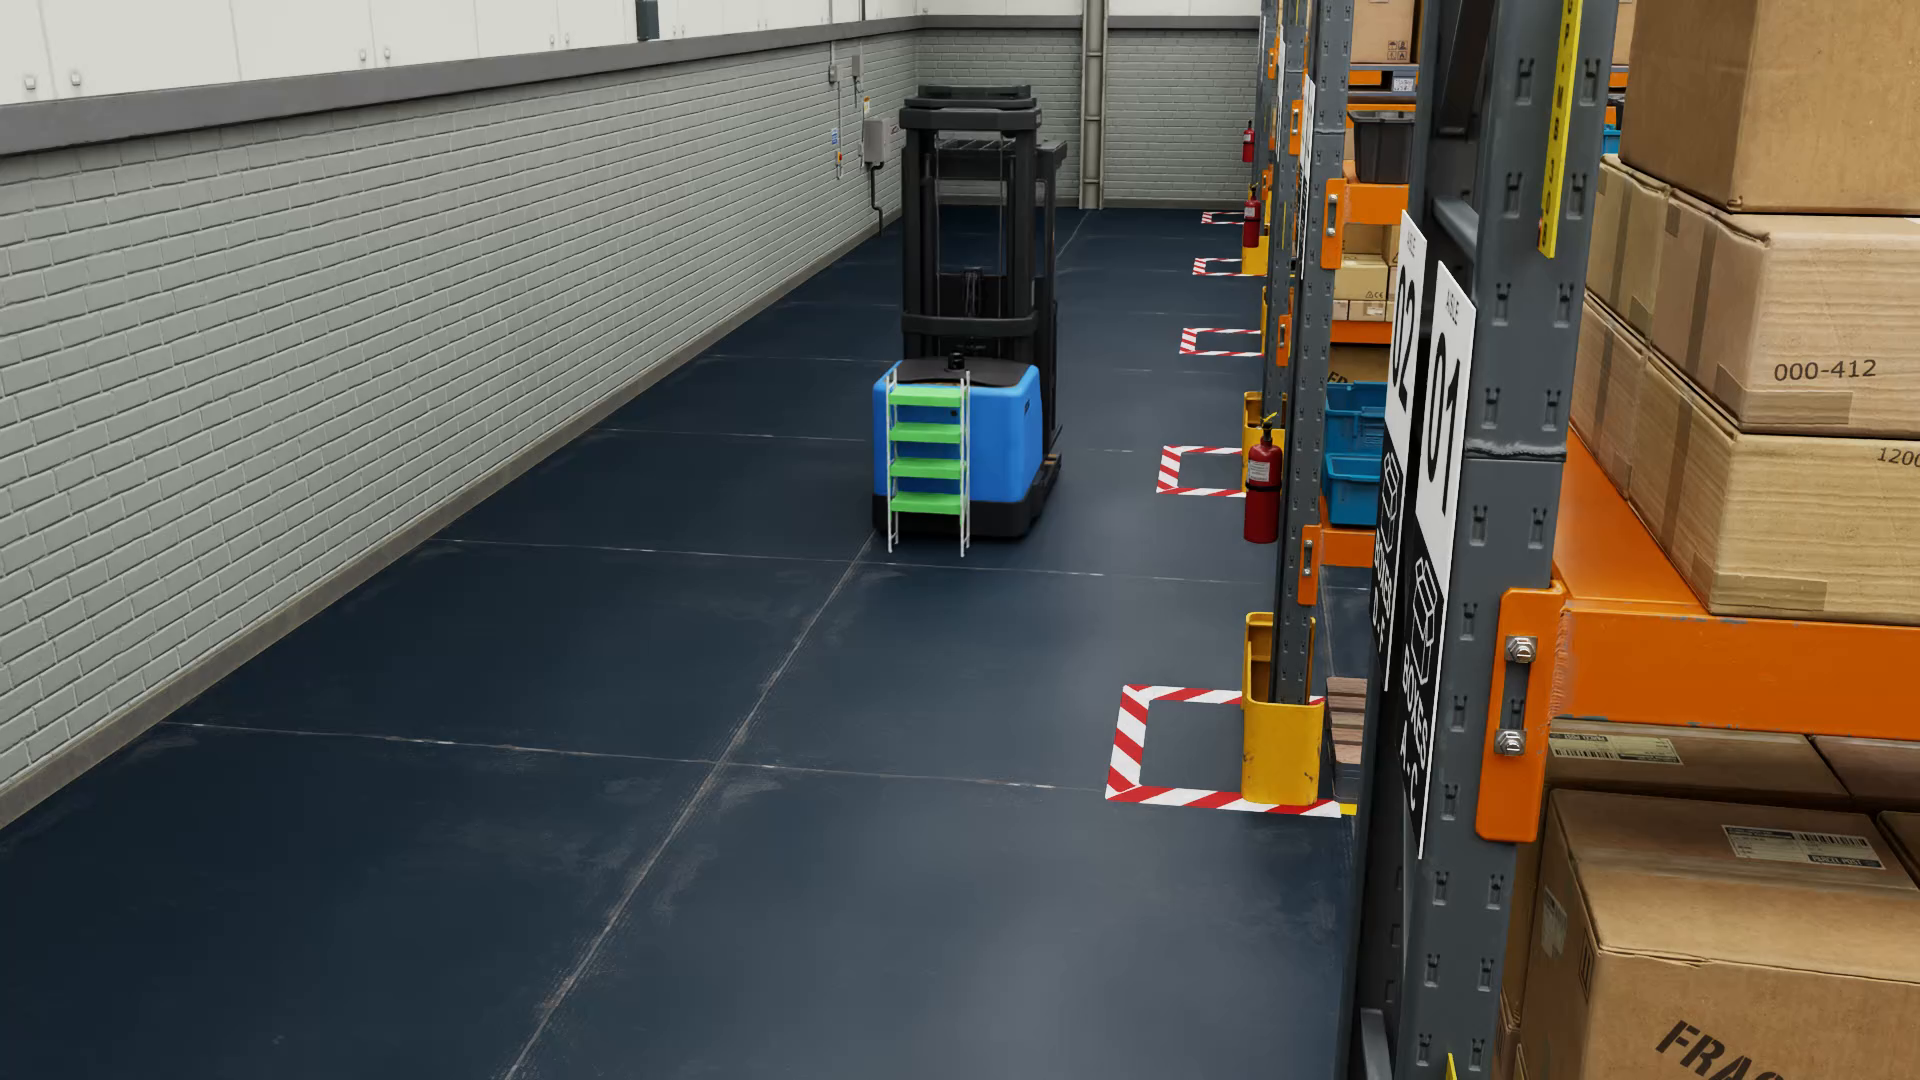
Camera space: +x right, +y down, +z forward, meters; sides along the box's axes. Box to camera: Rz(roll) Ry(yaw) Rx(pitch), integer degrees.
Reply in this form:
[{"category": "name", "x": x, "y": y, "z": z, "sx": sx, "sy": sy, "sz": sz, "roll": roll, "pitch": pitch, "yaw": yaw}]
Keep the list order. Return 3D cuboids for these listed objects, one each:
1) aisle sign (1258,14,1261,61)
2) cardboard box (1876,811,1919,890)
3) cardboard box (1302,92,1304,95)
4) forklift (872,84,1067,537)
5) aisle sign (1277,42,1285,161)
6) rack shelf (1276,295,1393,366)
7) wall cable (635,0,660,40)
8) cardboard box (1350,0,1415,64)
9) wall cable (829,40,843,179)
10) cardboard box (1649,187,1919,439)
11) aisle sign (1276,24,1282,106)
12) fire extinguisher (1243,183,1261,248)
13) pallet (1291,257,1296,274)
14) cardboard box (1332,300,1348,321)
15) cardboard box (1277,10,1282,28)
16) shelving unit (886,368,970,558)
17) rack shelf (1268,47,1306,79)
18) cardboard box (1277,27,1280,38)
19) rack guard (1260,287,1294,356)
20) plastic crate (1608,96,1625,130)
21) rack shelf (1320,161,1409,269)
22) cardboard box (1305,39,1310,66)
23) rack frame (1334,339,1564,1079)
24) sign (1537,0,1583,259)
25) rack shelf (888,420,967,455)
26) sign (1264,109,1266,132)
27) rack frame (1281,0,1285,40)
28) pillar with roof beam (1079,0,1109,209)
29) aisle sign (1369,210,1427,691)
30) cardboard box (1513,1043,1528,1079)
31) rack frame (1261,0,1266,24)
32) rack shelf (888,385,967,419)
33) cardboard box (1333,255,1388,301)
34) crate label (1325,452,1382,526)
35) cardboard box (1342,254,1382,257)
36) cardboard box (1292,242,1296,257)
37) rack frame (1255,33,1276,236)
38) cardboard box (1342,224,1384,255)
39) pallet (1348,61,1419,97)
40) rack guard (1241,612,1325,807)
[{"category": "aisle sign", "x": 4.616, "y": -7.745, "z": 25.625, "sx": 0.004, "sy": 0.787, "sz": 0.394, "roll": 3, "pitch": 19, "yaw": 9}, {"category": "cardboard box", "x": 1.713, "y": 0.770, "z": 2.541, "sx": 0.500, "sy": 0.500, "sz": 0.500, "roll": 3, "pitch": 19, "yaw": 9}, {"category": "cardboard box", "x": 4.375, "y": -5.453, "z": 21.141, "sx": 0.500, "sy": 0.500, "sz": 0.500, "roll": 3, "pitch": 19, "yaw": 7}, {"category": "forklift", "x": 0.174, "y": -1.838, "z": 12.178, "sx": 1.130, "sy": 2.935, "sz": 3.031, "roll": 3, "pitch": 19, "yaw": 10}, {"category": "aisle sign", "x": 2.256, "y": -3.083, "z": 11.693, "sx": 0.004, "sy": 0.787, "sz": 0.394, "roll": 3, "pitch": 19, "yaw": 9}, {"category": "rack shelf", "x": 4.349, "y": -1.499, "z": 12.189, "sx": 4.000, "sy": 0.370, "sz": 1.077, "roll": 3, "pitch": 19, "yaw": 9}, {"category": "wall cable", "x": -2.662, "y": -7.676, "z": 14.991, "sx": 0.120, "sy": 5.999, "sz": 2.277, "roll": 3, "pitch": 19, "yaw": 9}, {"category": "cardboard box", "x": 2.896, "y": -3.648, "z": 11.773, "sx": 0.500, "sy": 0.500, "sz": 0.700, "roll": 2, "pitch": 19, "yaw": 5}, {"category": "wall cable", "x": -1.625, "y": -5.818, "z": 22.315, "sx": 0.123, "sy": 1.953, "sz": 0.585, "roll": 3, "pitch": 19, "yaw": 9}, {"category": "cardboard box", "x": 1.265, "y": -0.318, "z": 2.248, "sx": 0.500, "sy": 0.250, "sz": 0.500, "roll": 3, "pitch": 19, "yaw": 9}, {"category": "aisle sign", "x": 3.236, "y": -4.820, "z": 16.884, "sx": 0.004, "sy": 0.787, "sz": 0.394, "roll": 3, "pitch": 19, "yaw": 9}, {"category": "fire extinguisher", "x": 3.085, "y": -3.433, "z": 17.546, "sx": 0.183, "sy": 0.674, "sz": 0.296, "roll": 3, "pitch": 19, "yaw": 9}, {"category": "pallet", "x": 4.748, "y": -3.707, "z": 22.050, "sx": 1.213, "sy": 0.211, "sz": 1.003, "roll": 3, "pitch": 19, "yaw": 9}, {"category": "cardboard box", "x": 2.673, "y": -1.700, "z": 12.053, "sx": 0.250, "sy": 0.149, "sz": 0.380, "roll": 3, "pitch": 19, "yaw": 9}, {"category": "cardboard box", "x": 5.125, "y": -7.985, "z": 25.481, "sx": 0.500, "sy": 0.250, "sz": 0.500, "roll": 3, "pitch": 19, "yaw": 8}, {"category": "shelving unit", "x": -0.206, "y": -0.503, "z": 10.915, "sx": 0.503, "sy": 1.200, "sz": 0.258, "roll": 3, "pitch": 19, "yaw": 10}, {"category": "rack shelf", "x": 5.921, "y": -6.026, "z": 20.992, "sx": 4.000, "sy": 0.370, "sz": 1.077, "roll": 3, "pitch": 19, "yaw": 9}, {"category": "cardboard box", "x": 5.008, "y": -7.815, "z": 25.601, "sx": 0.250, "sy": 0.149, "sz": 0.380, "roll": 3, "pitch": 19, "yaw": 10}, {"category": "rack guard", "x": 3.336, "y": -2.300, "z": 17.390, "sx": 0.348, "sy": 0.500, "sz": 1.175, "roll": 3, "pitch": 19, "yaw": 9}, {"category": "plastic crate", "x": 3.054, "y": -1.619, "z": 6.785, "sx": 0.767, "sy": 0.338, "sz": 0.504, "roll": 3, "pitch": 19, "yaw": 9}, {"category": "rack shelf", "x": 3.563, "y": -1.370, "z": 7.075, "sx": 4.000, "sy": 0.370, "sz": 1.077, "roll": 3, "pitch": 19, "yaw": 9}, {"category": "cardboard box", "x": 3.752, "y": -4.901, "z": 16.732, "sx": 0.500, "sy": 0.250, "sz": 0.500, "roll": 3, "pitch": 19, "yaw": 7}, {"category": "rack frame", "x": 0.799, "y": 1.163, "z": 3.101, "sx": 0.127, "sy": 3.000, "sz": 1.000, "roll": 3, "pitch": 19, "yaw": 9}, {"category": "sign", "x": 0.713, "y": -0.504, "z": 1.978, "sx": 0.005, "sy": 0.325, "sz": 0.100, "roll": 3, "pitch": 19, "yaw": 9}, {"category": "rack shelf", "x": -0.206, "y": -0.670, "z": 10.859, "sx": 0.480, "sy": 0.148, "sz": 0.258, "roll": 3, "pitch": 19, "yaw": 10}, {"category": "sign", "x": 3.852, "y": -5.320, "z": 20.986, "sx": 0.005, "sy": 0.325, "sz": 0.100, "roll": 3, "pitch": 19, "yaw": 9}, {"category": "rack frame", "x": 3.261, "y": -6.334, "z": 16.053, "sx": 0.127, "sy": 3.000, "sz": 1.000, "roll": 3, "pitch": 19, "yaw": 9}, {"category": "pillar with roof beam", "x": 1.528, "y": -8.515, "z": 22.569, "sx": 0.400, "sy": 9.000, "sz": 9.100, "roll": 3, "pitch": 19, "yaw": 9}, {"category": "aisle sign", "x": 0.781, "y": -0.169, "z": 2.985, "sx": 0.004, "sy": 0.787, "sz": 0.394, "roll": 3, "pitch": 19, "yaw": 9}, {"category": "cardboard box", "x": 1.196, "y": 1.220, "z": 2.771, "sx": 0.500, "sy": 0.500, "sz": 0.500, "roll": 3, "pitch": 19, "yaw": 10}, {"category": "rack frame", "x": 4.730, "y": -9.445, "z": 25.351, "sx": 0.127, "sy": 3.000, "sz": 1.000, "roll": 3, "pitch": 19, "yaw": 9}, {"category": "rack shelf", "x": -0.206, "y": -0.897, "z": 10.783, "sx": 0.480, "sy": 0.148, "sz": 0.258, "roll": 3, "pitch": 19, "yaw": 10}, {"category": "cardboard box", "x": 2.805, "y": -1.902, "z": 12.027, "sx": 0.500, "sy": 0.250, "sz": 0.500, "roll": 2, "pitch": 19, "yaw": 7}, {"category": "crate label", "x": 1.780, "y": -0.222, "z": 7.410, "sx": 0.303, "sy": 0.233, "sz": 0.416, "roll": 3, "pitch": 19, "yaw": 9}, {"category": "cardboard box", "x": 2.895, "y": -2.069, "z": 12.528, "sx": 0.500, "sy": 0.250, "sz": 0.500, "roll": 3, "pitch": 19, "yaw": 8}, {"category": "cardboard box", "x": 4.614, "y": -4.028, "z": 21.989, "sx": 0.875, "sy": 0.438, "sz": 0.875, "roll": 2, "pitch": 19, "yaw": 7}, {"category": "rack frame", "x": 3.946, "y": -5.045, "z": 21.655, "sx": 0.127, "sy": 3.000, "sz": 1.000, "roll": 3, "pitch": 19, "yaw": 9}, {"category": "cardboard box", "x": 2.897, "y": -2.424, "z": 12.406, "sx": 0.500, "sy": 0.500, "sz": 0.500, "roll": 3, "pitch": 19, "yaw": 9}, {"category": "pallet", "x": 3.108, "y": -3.287, "z": 11.812, "sx": 1.213, "sy": 0.211, "sz": 1.003, "roll": 3, "pitch": 19, "yaw": 9}, {"category": "rack guard", "x": 1.563, "y": 0.799, "z": 8.126, "sx": 0.348, "sy": 0.500, "sz": 1.175, "roll": 3, "pitch": 19, "yaw": 9}]
